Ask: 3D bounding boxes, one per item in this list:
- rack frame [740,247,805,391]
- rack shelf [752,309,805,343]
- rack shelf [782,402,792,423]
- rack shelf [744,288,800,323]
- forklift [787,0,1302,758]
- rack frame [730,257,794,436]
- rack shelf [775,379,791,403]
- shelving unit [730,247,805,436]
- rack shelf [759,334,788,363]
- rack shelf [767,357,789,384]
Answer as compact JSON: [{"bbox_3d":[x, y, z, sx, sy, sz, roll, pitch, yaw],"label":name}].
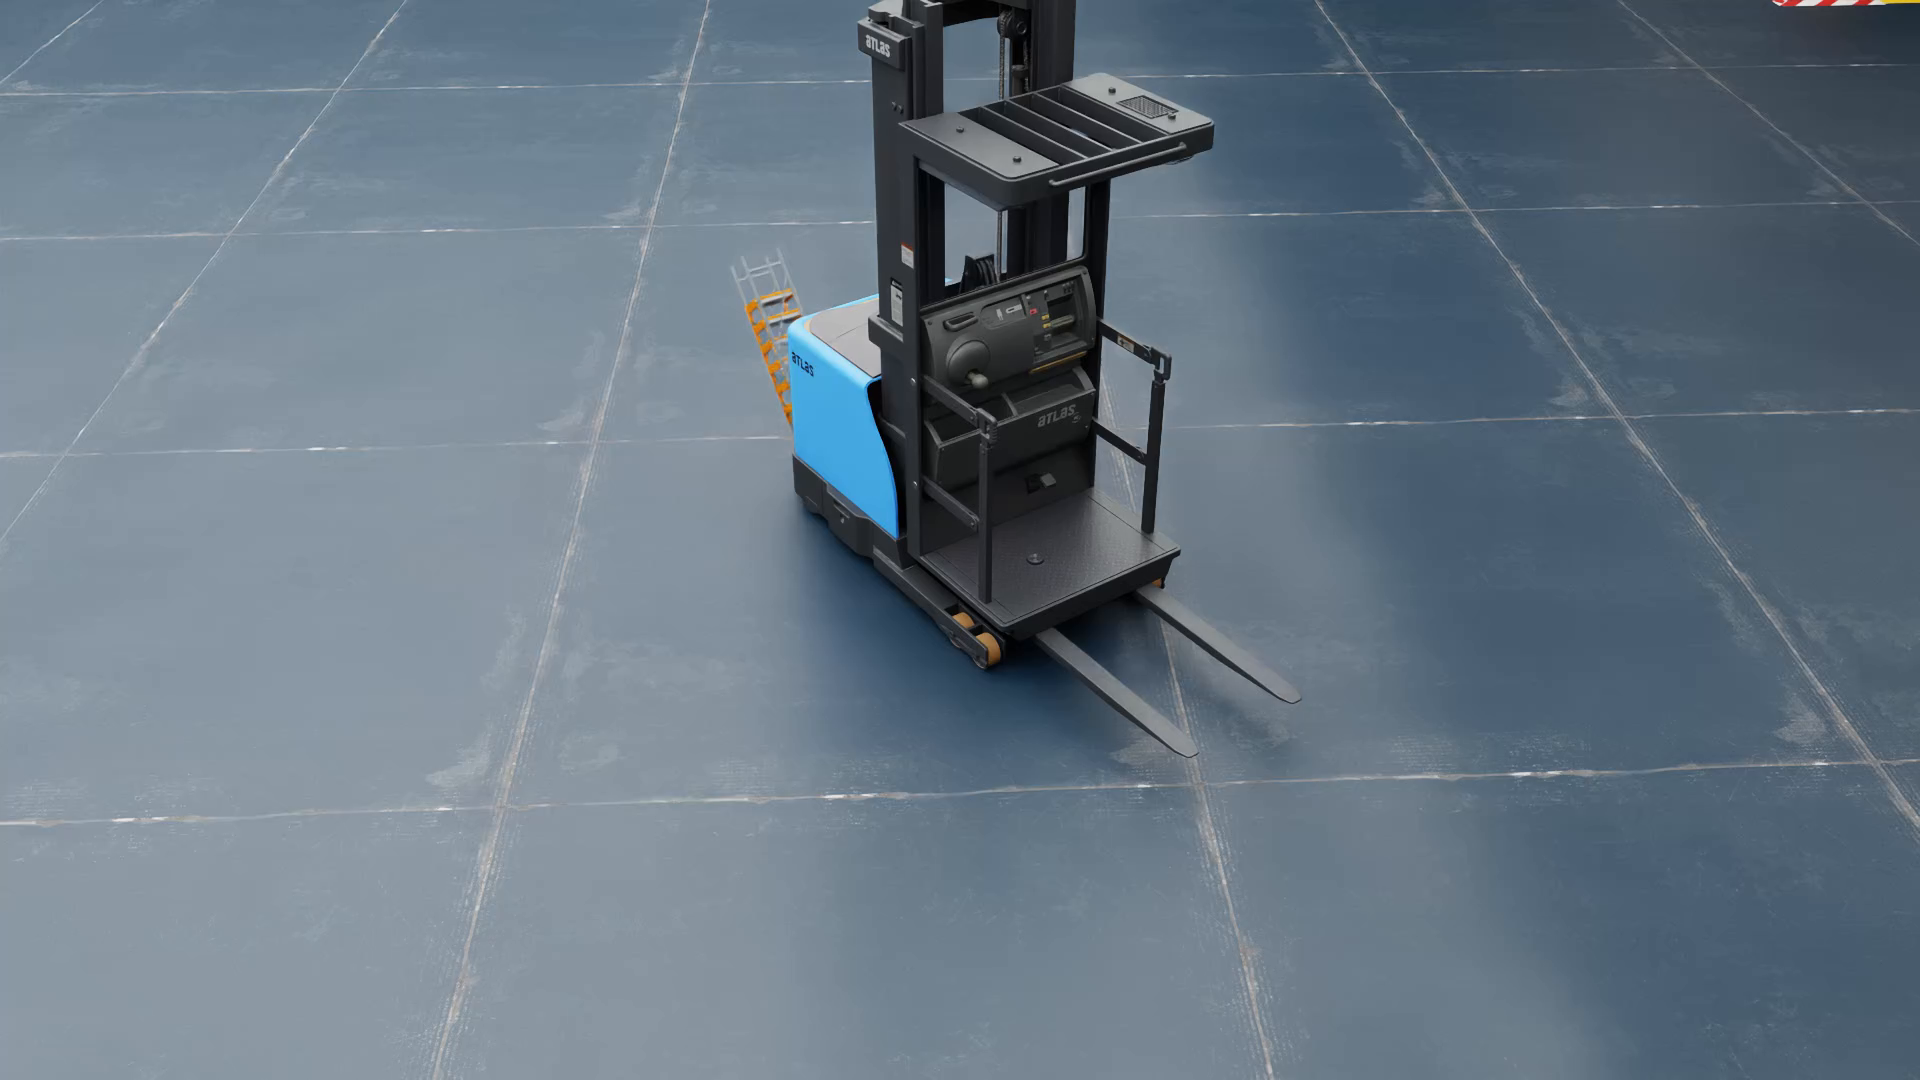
[{"bbox_3d":[-0.899,-1.034,9.216,0.240,1.200,0.006,-21,1,-27],"label":"rack frame"},{"bbox_3d":[-1.007,-1.203,9.294,0.258,0.103,0.180,-21,1,-27],"label":"rack shelf"},{"bbox_3d":[-0.838,-0.754,9.300,0.258,0.103,0.180,-21,1,-27],"label":"rack shelf"},{"bbox_3d":[-1.050,-1.315,9.293,0.258,0.103,0.180,-21,1,-27],"label":"rack shelf"},{"bbox_3d":[0.364,-0.913,7.494,1.130,2.935,3.031,-22,40,-28],"label":"forklift"},{"bbox_3d":[-0.978,-1.006,9.378,0.240,1.200,0.006,-21,1,-27],"label":"rack frame"},{"bbox_3d":[-0.881,-0.866,9.299,0.258,0.103,0.180,-21,1,-27],"label":"rack shelf"},{"bbox_3d":[-0.939,-1.020,9.297,0.258,1.200,0.189,-21,1,-27],"label":"shelving unit"},{"bbox_3d":[-0.965,-1.090,9.296,0.258,0.103,0.180,-21,1,-27],"label":"rack shelf"},{"bbox_3d":[-0.923,-0.978,9.297,0.258,0.103,0.180,-21,1,-27],"label":"rack shelf"}]
